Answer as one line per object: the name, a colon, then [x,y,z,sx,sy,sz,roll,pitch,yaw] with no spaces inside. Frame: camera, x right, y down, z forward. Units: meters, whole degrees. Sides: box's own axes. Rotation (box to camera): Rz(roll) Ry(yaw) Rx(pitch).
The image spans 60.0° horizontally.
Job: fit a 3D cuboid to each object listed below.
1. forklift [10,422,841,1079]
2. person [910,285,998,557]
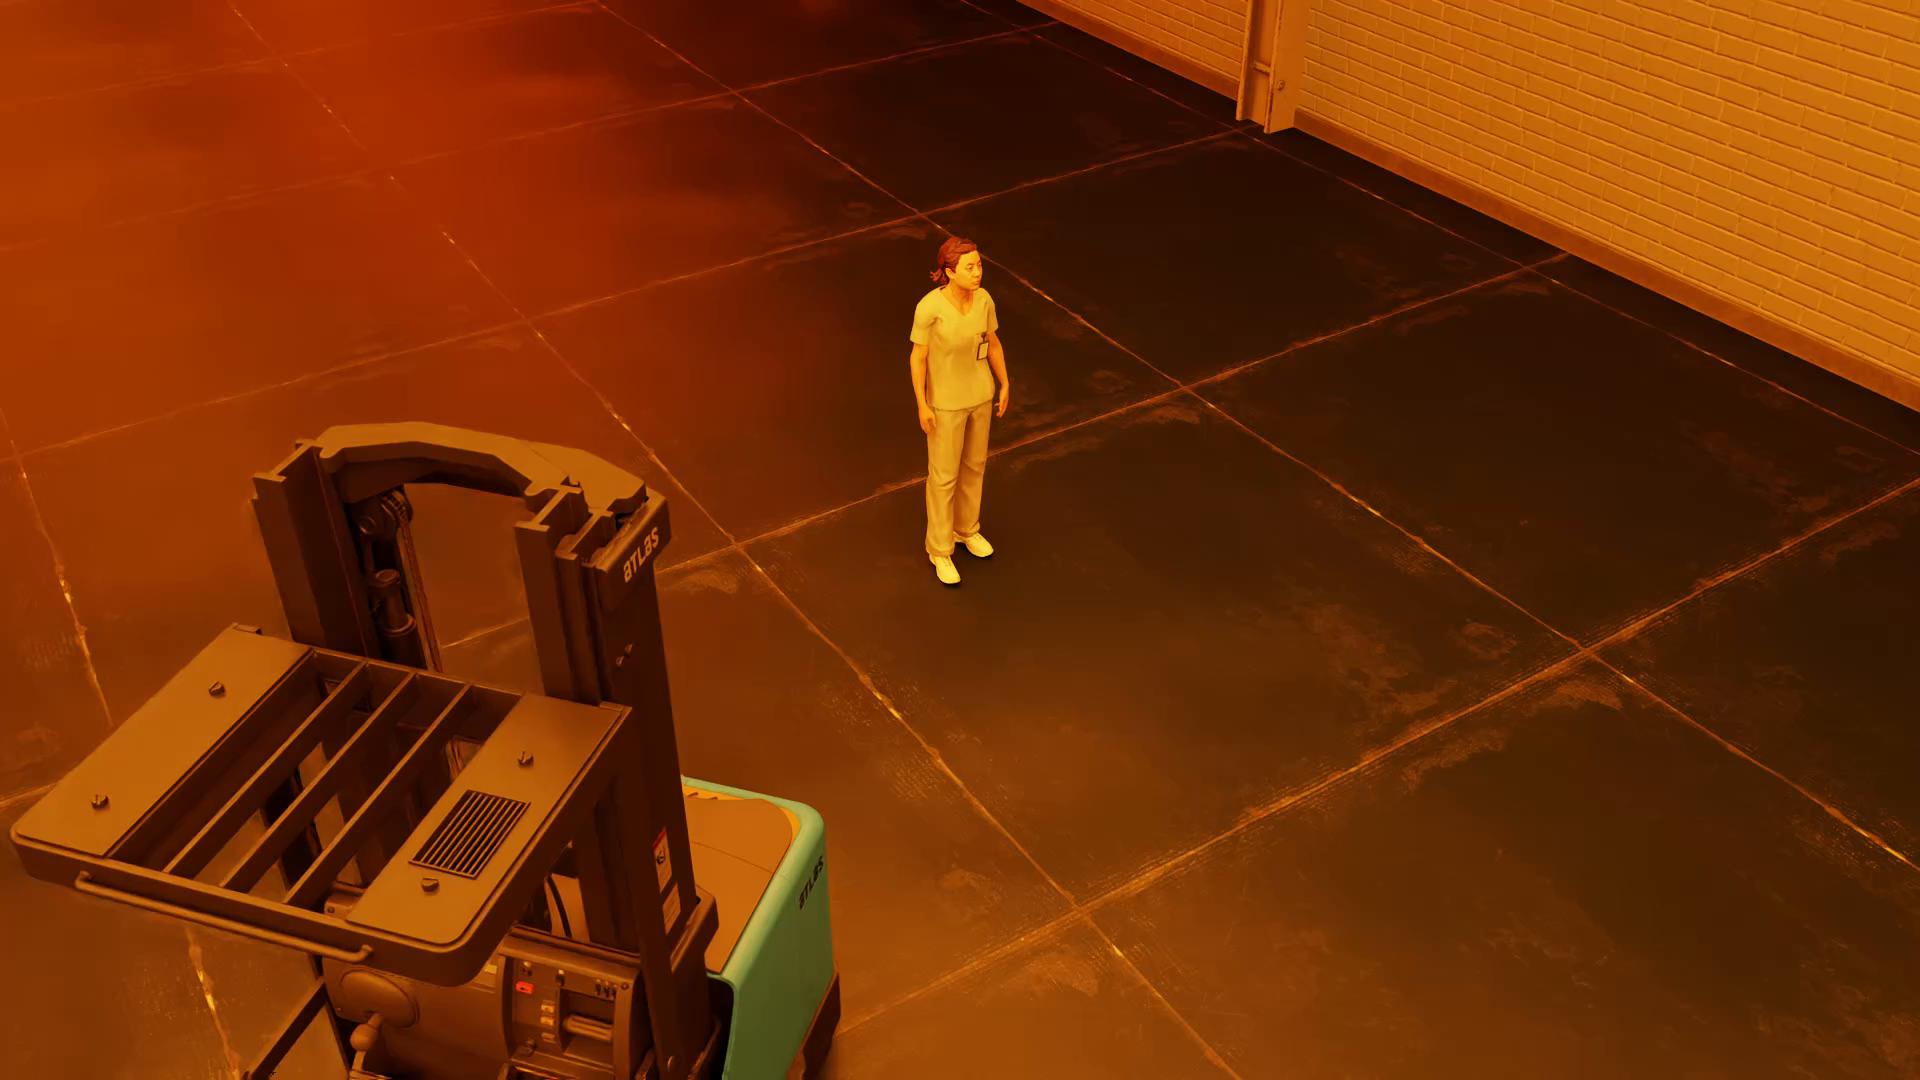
forklift: [-1.359,1.300,4.298,1.130,2.935,3.031,10,36,14]
person: [0.009,-0.600,8.240,0.517,1.361,0.395,-21,40,-27]
